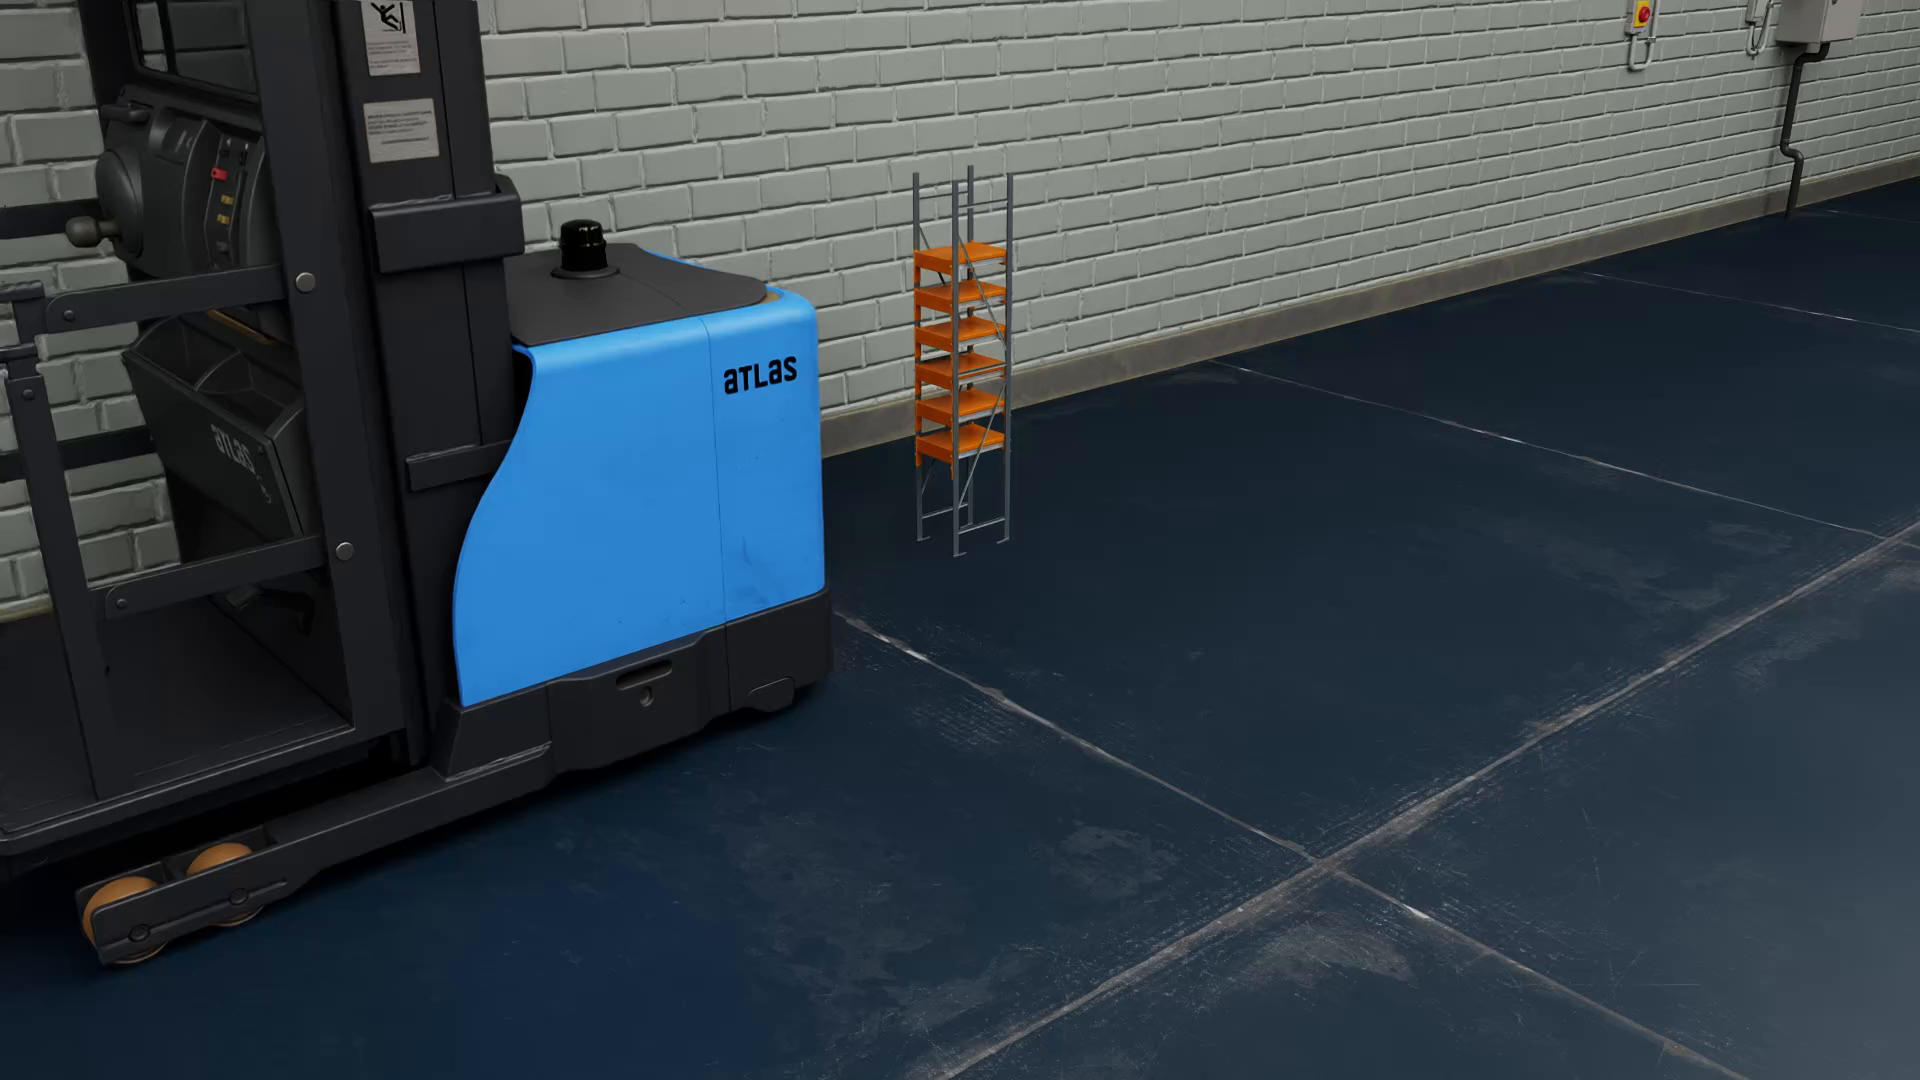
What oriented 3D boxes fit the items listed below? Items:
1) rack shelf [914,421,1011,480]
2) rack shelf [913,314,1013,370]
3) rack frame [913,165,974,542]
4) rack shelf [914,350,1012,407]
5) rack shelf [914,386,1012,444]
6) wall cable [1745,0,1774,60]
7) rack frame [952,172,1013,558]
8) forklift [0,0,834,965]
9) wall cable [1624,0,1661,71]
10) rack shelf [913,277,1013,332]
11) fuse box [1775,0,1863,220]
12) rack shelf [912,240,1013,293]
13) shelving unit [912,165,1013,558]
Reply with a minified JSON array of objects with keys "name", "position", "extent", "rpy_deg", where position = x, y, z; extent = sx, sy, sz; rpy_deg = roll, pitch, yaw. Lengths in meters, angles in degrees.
[{"name":"rack shelf","position":[0.009,-0.290,5.359],"extent":[0.258,0.103,0.180],"rpy_deg":[-17,27,-37]},{"name":"rack shelf","position":[0.009,-0.625,5.227],"extent":[0.258,0.103,0.180],"rpy_deg":[-17,27,-37]},{"name":"rack frame","position":[-0.050,-0.580,5.320],"extent":[0.240,1.200,0.006],"rpy_deg":[-17,27,-37]},{"name":"rack shelf","position":[0.009,-0.513,5.271],"extent":[0.258,0.103,0.180],"rpy_deg":[-17,27,-37]},{"name":"rack shelf","position":[0.009,-0.402,5.315],"extent":[0.258,0.103,0.180],"rpy_deg":[-17,27,-37]},{"name":"wall cable","position":[4.813,-3.840,9.781],"extent":[0.588,1.984,0.122],"rpy_deg":[-17,27,-37]},{"name":"rack frame","position":[0.069,-0.529,5.190],"extent":[0.240,1.200,0.006],"rpy_deg":[-17,27,-37]},{"name":"forklift","position":[-1.777,-0.735,3.341],"extent":[3.031,2.935,1.130],"rpy_deg":[-18,28,-38]},{"name":"wall cable","position":[3.746,-3.513,8.905],"extent":[0.585,1.953,0.123],"rpy_deg":[-17,27,-37]},{"name":"rack shelf","position":[0.009,-0.737,5.184],"extent":[0.258,0.103,0.180],"rpy_deg":[-17,27,-37]},{"name":"fuse box","position":[5.433,-2.886,10.505],"extent":[0.539,1.711,0.414],"rpy_deg":[-17,27,-37]},{"name":"rack shelf","position":[0.009,-0.849,5.140],"extent":[0.258,0.103,0.180],"rpy_deg":[-17,27,-37]},{"name":"shelving unit","position":[0.009,-0.555,5.255],"extent":[0.258,1.200,0.189],"rpy_deg":[-17,27,-37]}]
